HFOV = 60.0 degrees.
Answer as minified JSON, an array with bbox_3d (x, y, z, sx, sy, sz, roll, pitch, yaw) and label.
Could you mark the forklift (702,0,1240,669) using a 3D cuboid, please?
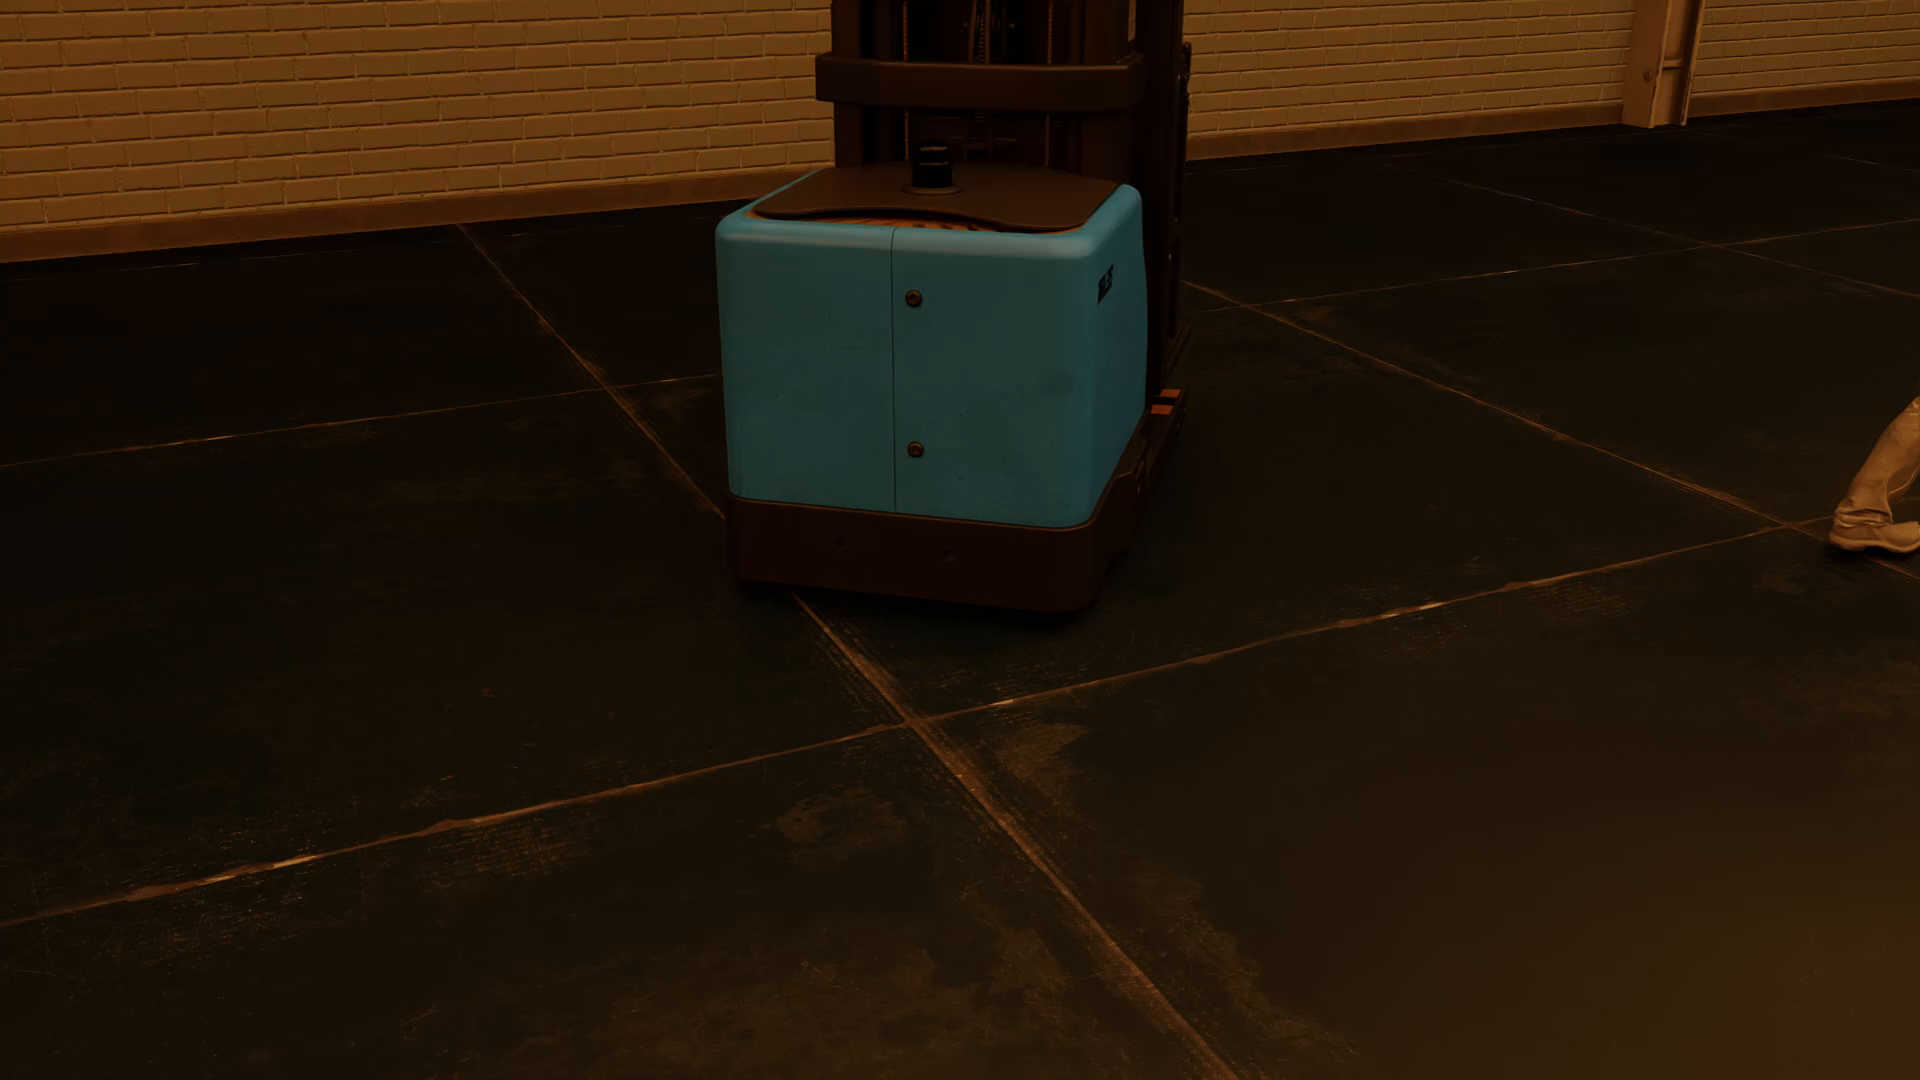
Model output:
[{"bbox_3d":[-0.230,-1.569,5.062,1.130,2.935,3.031,-7,24,-17],"label":"forklift"}]
